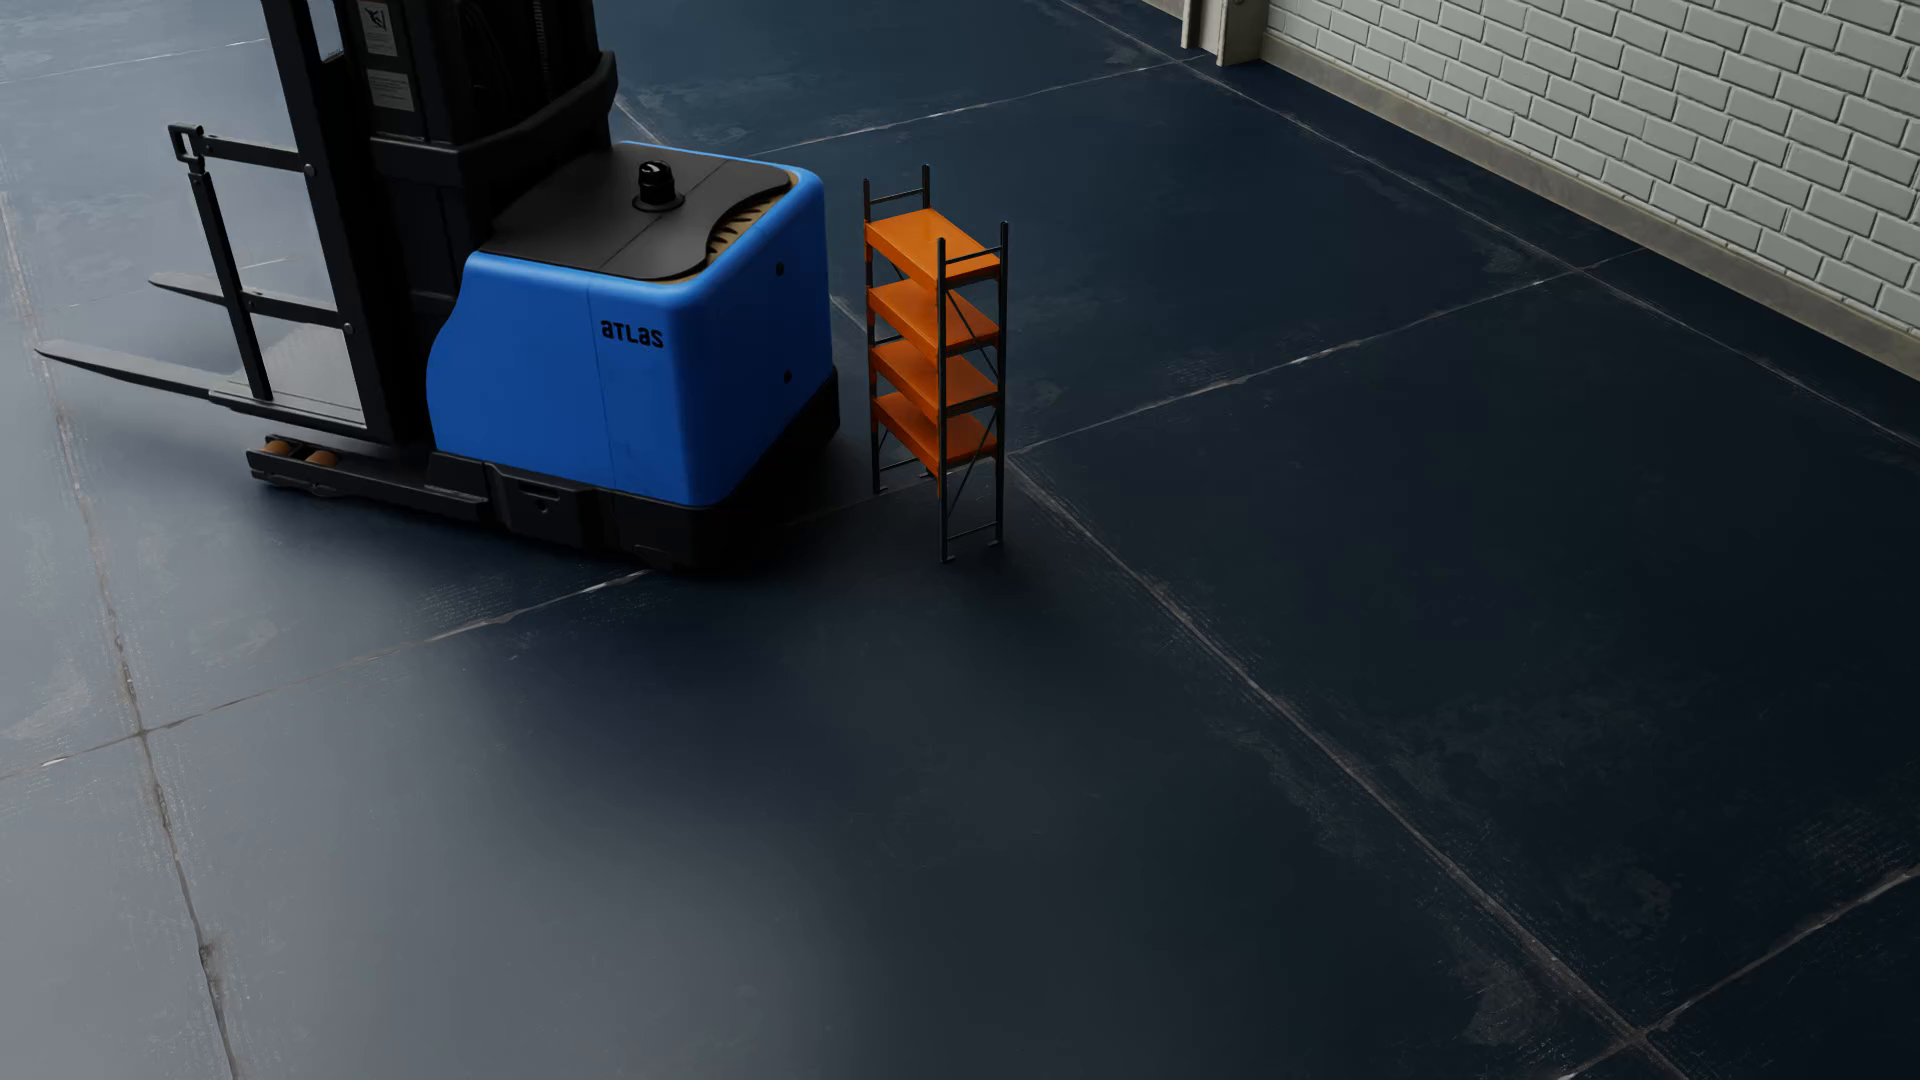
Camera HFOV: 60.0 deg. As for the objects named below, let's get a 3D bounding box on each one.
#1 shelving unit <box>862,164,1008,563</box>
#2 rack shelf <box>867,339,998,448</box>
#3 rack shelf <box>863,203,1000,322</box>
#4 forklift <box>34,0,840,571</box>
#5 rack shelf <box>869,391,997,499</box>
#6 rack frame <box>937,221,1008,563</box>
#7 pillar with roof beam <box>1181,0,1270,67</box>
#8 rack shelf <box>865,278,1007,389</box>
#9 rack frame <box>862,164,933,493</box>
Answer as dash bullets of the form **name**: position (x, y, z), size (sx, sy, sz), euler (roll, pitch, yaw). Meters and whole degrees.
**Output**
- **shelving unit**: position (-0.083, -0.569, 5.512), size (0.258, 1.200, 0.503), euler (-19, 40, -24)
- **rack shelf**: position (-0.083, -0.515, 5.551), size (0.258, 0.148, 0.480), euler (-19, 40, -24)
- **rack shelf**: position (-0.083, -0.886, 5.280), size (0.258, 0.148, 0.480), euler (-19, 40, -24)
- **forklift**: position (-2.020, -1.613, 5.473), size (3.031, 2.935, 1.130), euler (12, 38, 16)
- **rack shelf**: position (-0.083, -0.354, 5.668), size (0.258, 0.148, 0.480), euler (-19, 40, -24)
- **rack frame**: position (0.039, -0.445, 5.341), size (0.240, 1.200, 0.015), euler (-19, 40, -24)
- **pillar with roof beam**: position (-2.206, -5.185, 5.219), size (9.100, 9.000, 0.400), euler (-19, 40, -24)
- **rack shelf**: position (-0.083, -0.695, 5.419), size (0.258, 0.148, 0.480), euler (-19, 40, -24)
- **rack frame**: position (-0.206, -0.693, 5.682), size (0.240, 1.200, 0.015), euler (-19, 40, -24)
